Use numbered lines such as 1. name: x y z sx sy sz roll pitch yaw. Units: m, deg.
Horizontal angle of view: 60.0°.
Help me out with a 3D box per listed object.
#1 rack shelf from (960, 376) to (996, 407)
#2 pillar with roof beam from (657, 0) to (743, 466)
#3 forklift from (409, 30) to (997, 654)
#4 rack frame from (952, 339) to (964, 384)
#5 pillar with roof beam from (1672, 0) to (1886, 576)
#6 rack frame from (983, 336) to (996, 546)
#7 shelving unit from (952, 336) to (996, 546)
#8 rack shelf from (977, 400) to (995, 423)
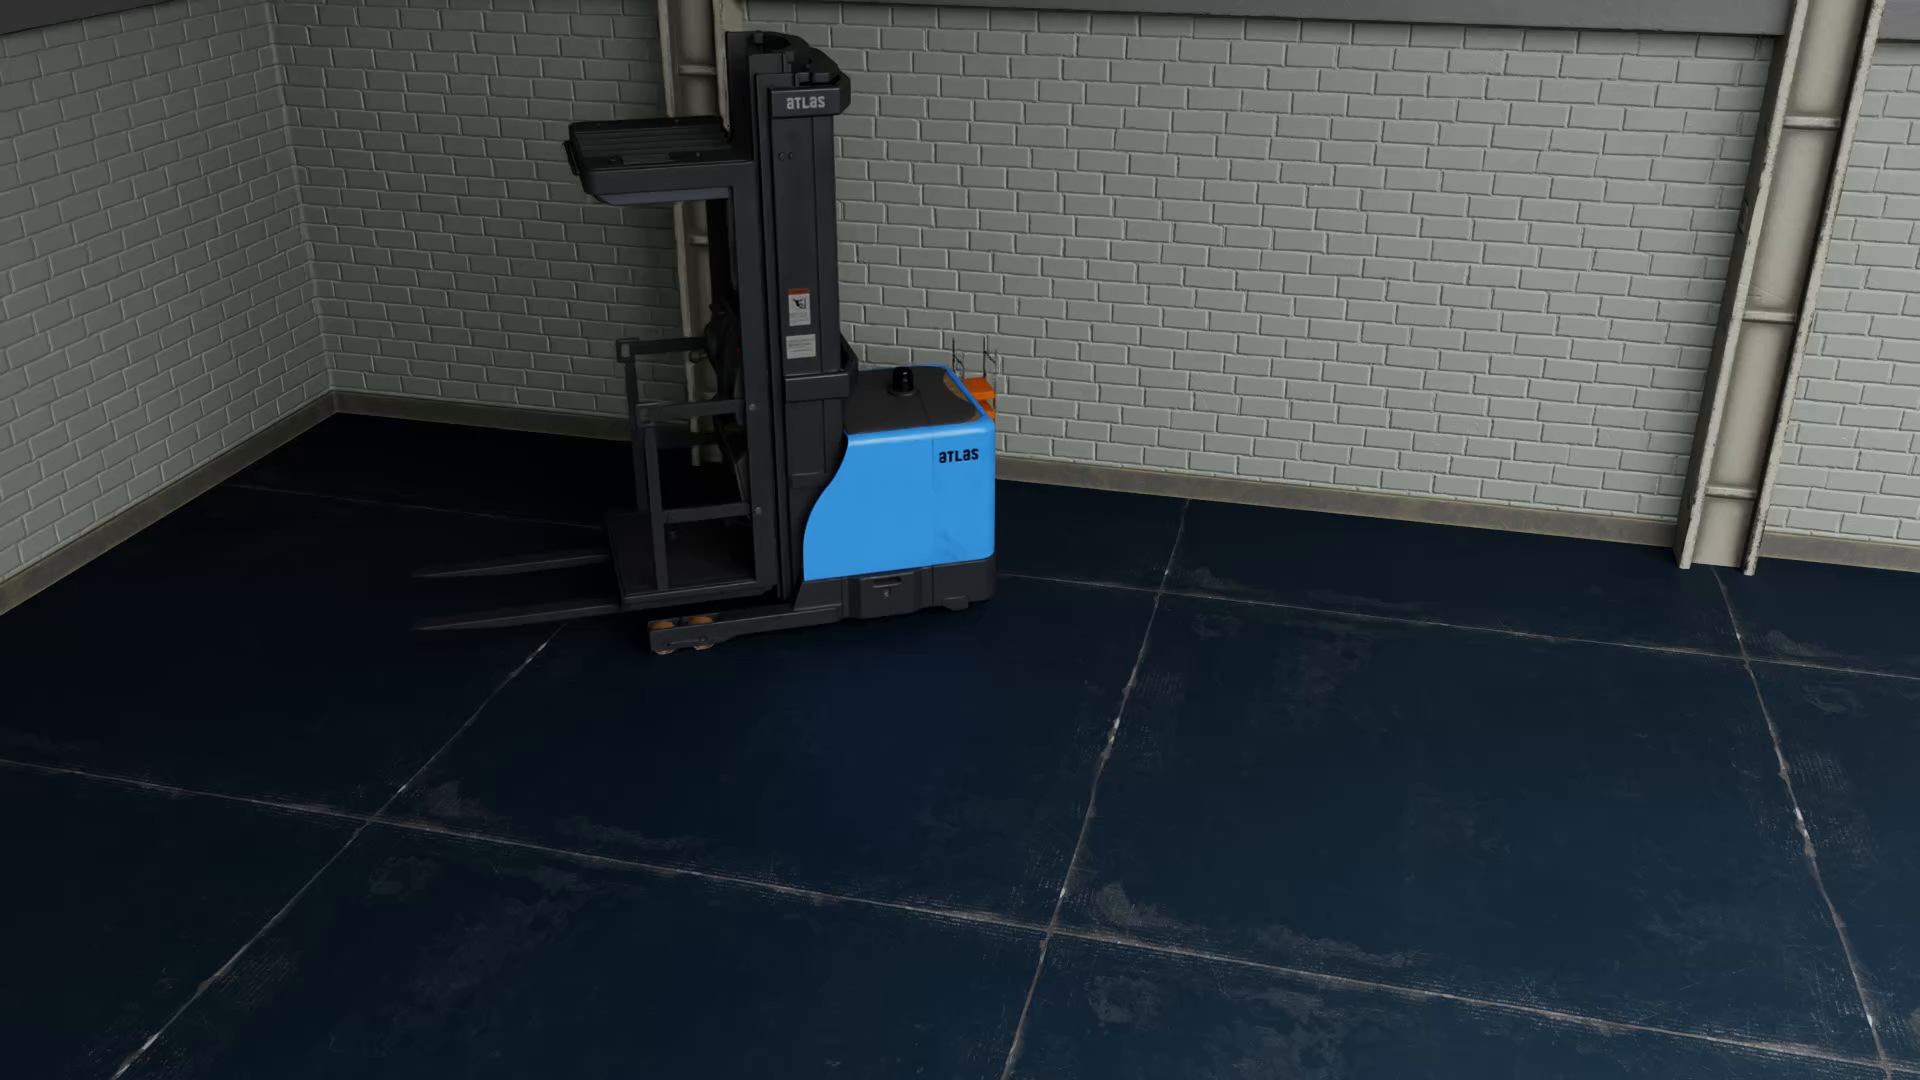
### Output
1. rack shelf: 0.079 -0.829 9.362 0.180 0.103 0.258 -7 26 -14
2. pillar with roof beam: -2.581 -2.799 5.160 0.400 9.000 9.100 6 26 13
3. forklift: -1.379 -0.990 8.420 3.031 2.935 1.130 -7 26 -14
4. rack frame: -0.010 -0.534 9.476 0.006 1.200 0.240 -7 26 -14
5. pillar with roof beam: 3.230 -2.156 3.811 0.400 9.000 9.100 6 26 13
6. rack frame: 0.167 -0.555 9.519 0.006 1.200 0.240 -7 26 -14
7. shelving unit: 0.079 -0.544 9.498 0.189 1.200 0.258 -7 26 -14
8. rack shelf: 0.079 -0.721 9.414 0.180 0.103 0.258 -7 26 -14
